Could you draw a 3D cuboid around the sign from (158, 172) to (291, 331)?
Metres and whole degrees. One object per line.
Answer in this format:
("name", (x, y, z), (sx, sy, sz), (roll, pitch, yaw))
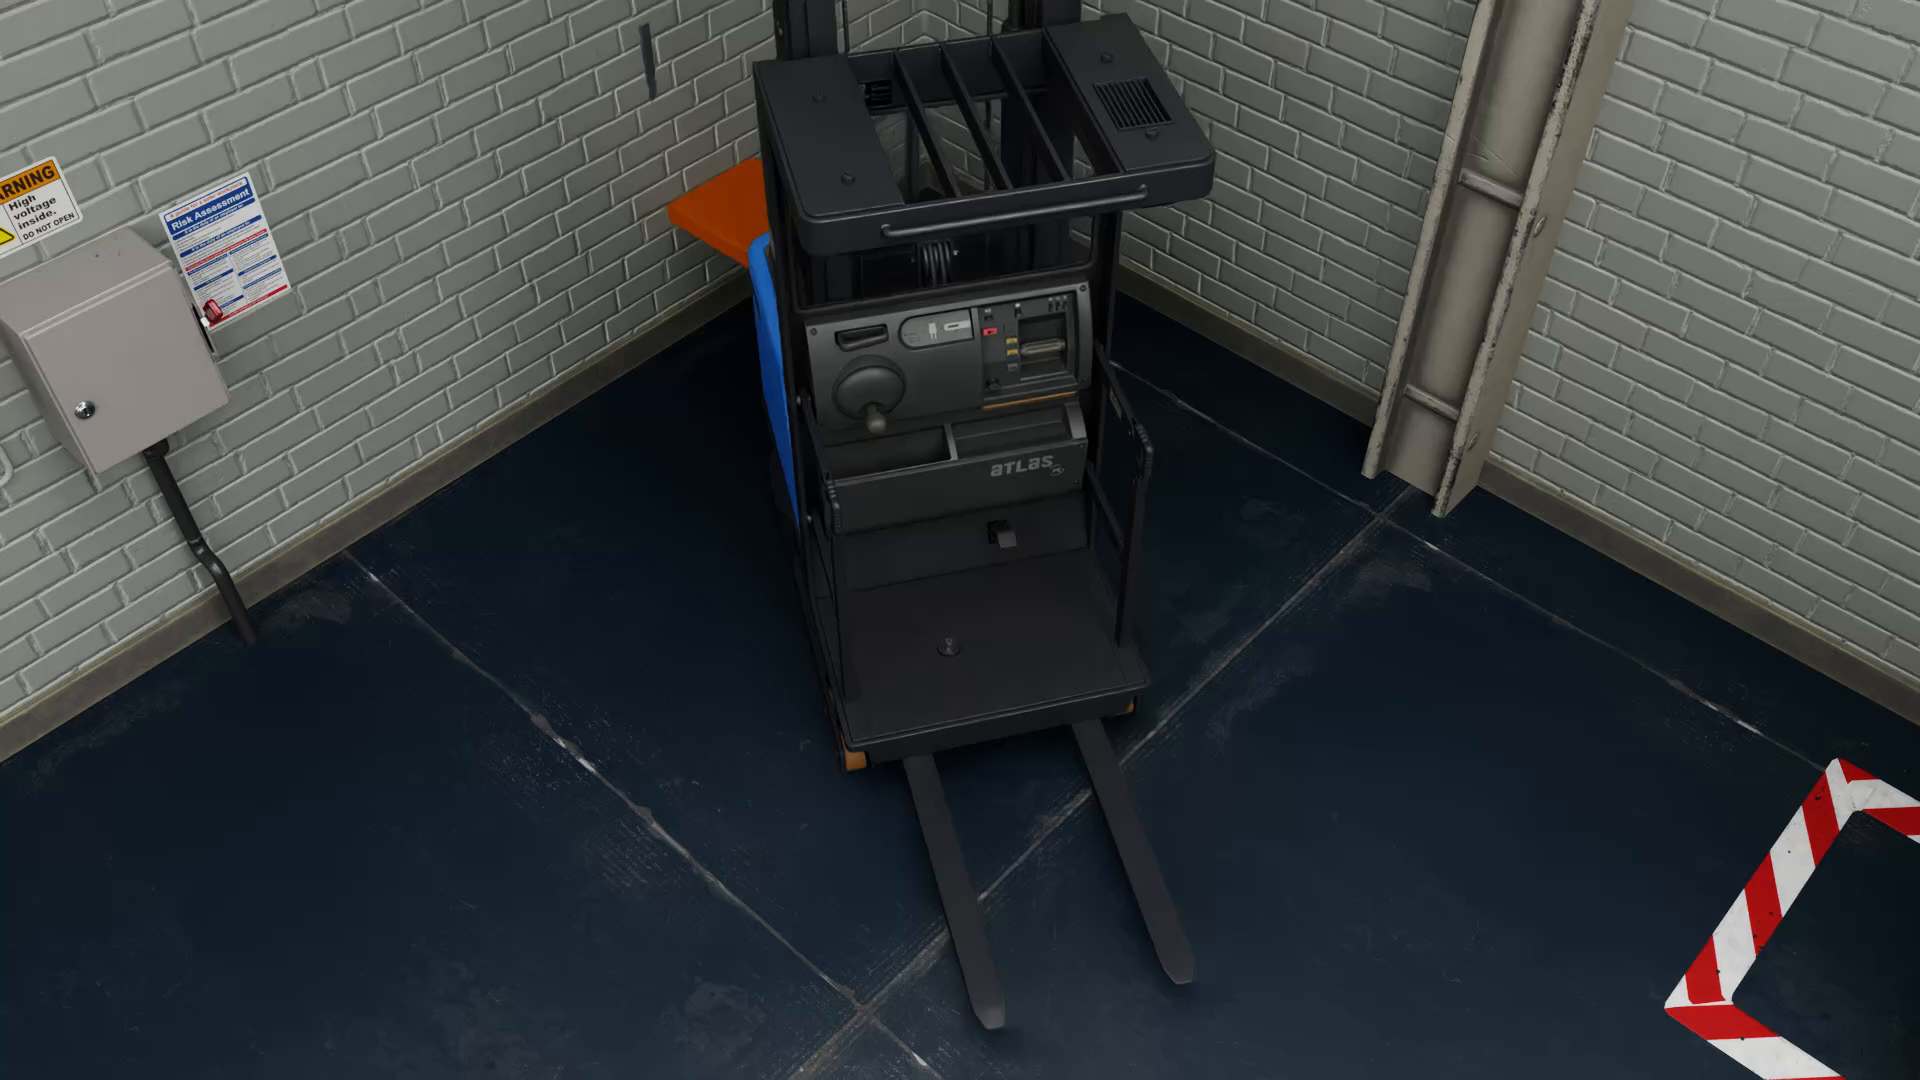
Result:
("sign", (-2.500, -0.980, 5.678), (0.001, 0.494, 0.329), (34, 55, 28))

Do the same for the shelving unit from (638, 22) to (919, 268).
("shelving unit", (-0.744, -1.417, 7.018), (1.083, 1.500, 0.587), (33, 55, 24))

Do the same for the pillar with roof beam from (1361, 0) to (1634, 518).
("pillar with roof beam", (-0.982, -1.041, 1.555), (0.400, 9.000, 9.100), (34, 55, 28))

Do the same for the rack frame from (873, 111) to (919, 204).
("rack frame", (-0.347, -1.160, 6.808), (0.032, 1.500, 0.500), (33, 55, 24))

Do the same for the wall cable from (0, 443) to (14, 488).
("wall cable", (-3.262, -0.706, 4.658), (0.122, 1.984, 0.588), (34, 55, 28))

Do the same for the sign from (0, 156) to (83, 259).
("sign", (-2.873, -1.001, 5.066), (0.001, 0.242, 0.339), (34, 55, 28))

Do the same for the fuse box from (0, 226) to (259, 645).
("fuse box", (-2.683, -0.205, 5.768), (0.414, 1.711, 0.539), (34, 55, 28))

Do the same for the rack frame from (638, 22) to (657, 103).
("rack frame", (-1.127, -1.664, 7.221), (0.032, 1.500, 0.500), (33, 55, 24))

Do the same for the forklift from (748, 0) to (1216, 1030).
("forklift", (0.029, -0.492, 5.202), (1.130, 2.935, 3.031), (-11, 48, -10))

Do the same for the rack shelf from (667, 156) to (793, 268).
("rack shelf", (-0.743, -1.293, 7.149), (1.000, 0.185, 0.538), (33, 55, 24))
